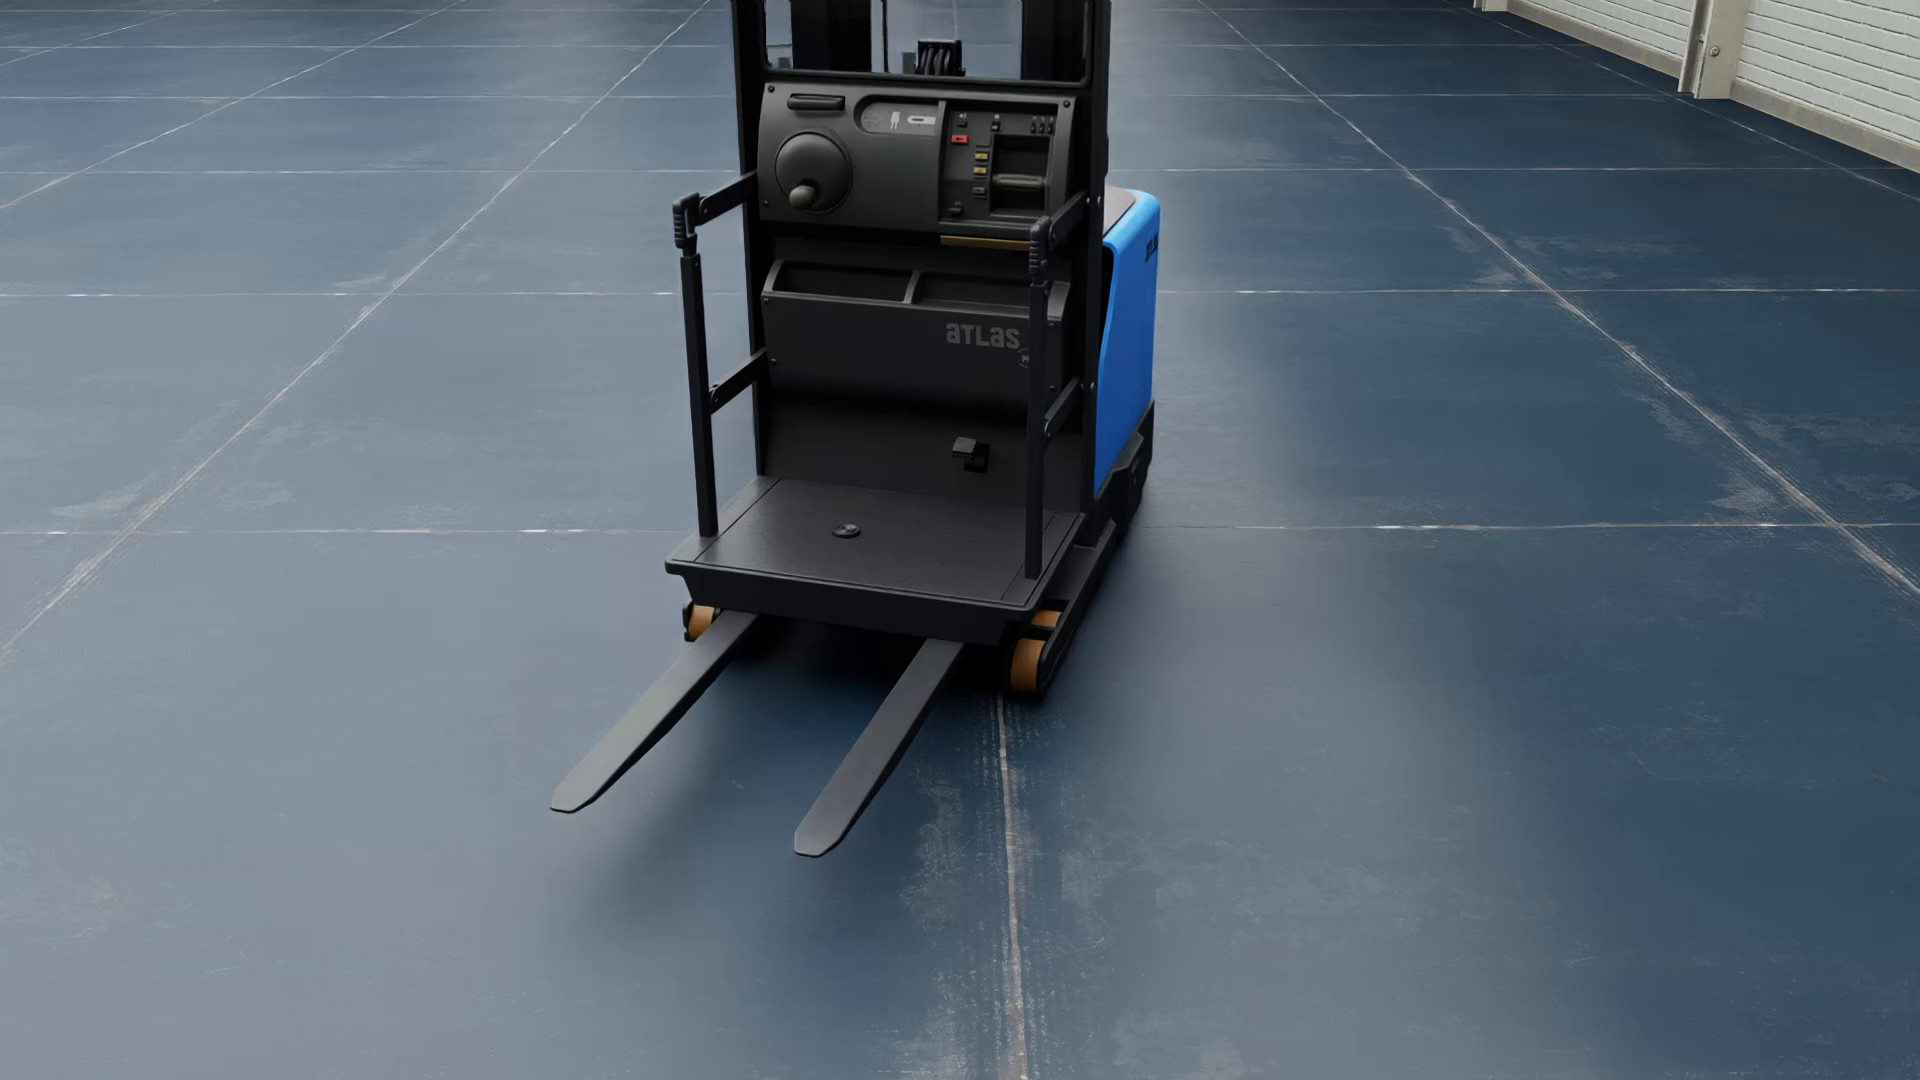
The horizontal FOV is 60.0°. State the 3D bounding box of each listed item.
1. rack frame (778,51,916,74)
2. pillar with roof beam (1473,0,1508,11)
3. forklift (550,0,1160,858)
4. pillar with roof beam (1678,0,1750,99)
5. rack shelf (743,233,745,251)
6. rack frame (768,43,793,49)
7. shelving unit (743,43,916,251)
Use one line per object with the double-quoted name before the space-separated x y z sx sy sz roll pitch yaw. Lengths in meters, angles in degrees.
"rack frame" -0.403 -1.060 6.274 0.500 1.500 0.032 -7 25 -14
"pillar with roof beam" 1.946 -10.330 17.670 9.100 9.000 0.400 0 24 -1
"forklift" -0.193 -1.071 4.562 1.130 2.935 3.031 7 25 15
"pillar with roof beam" 2.012 -7.858 12.204 9.100 9.000 0.400 0 24 -1
"rack shelf" -0.540 -1.098 6.794 0.538 0.185 1.000 -7 25 -14
"rack frame" -0.677 -1.464 7.166 0.500 1.500 0.032 -7 25 -14
"shelving unit" -0.540 -1.262 6.720 0.538 1.500 1.048 -7 25 -14
